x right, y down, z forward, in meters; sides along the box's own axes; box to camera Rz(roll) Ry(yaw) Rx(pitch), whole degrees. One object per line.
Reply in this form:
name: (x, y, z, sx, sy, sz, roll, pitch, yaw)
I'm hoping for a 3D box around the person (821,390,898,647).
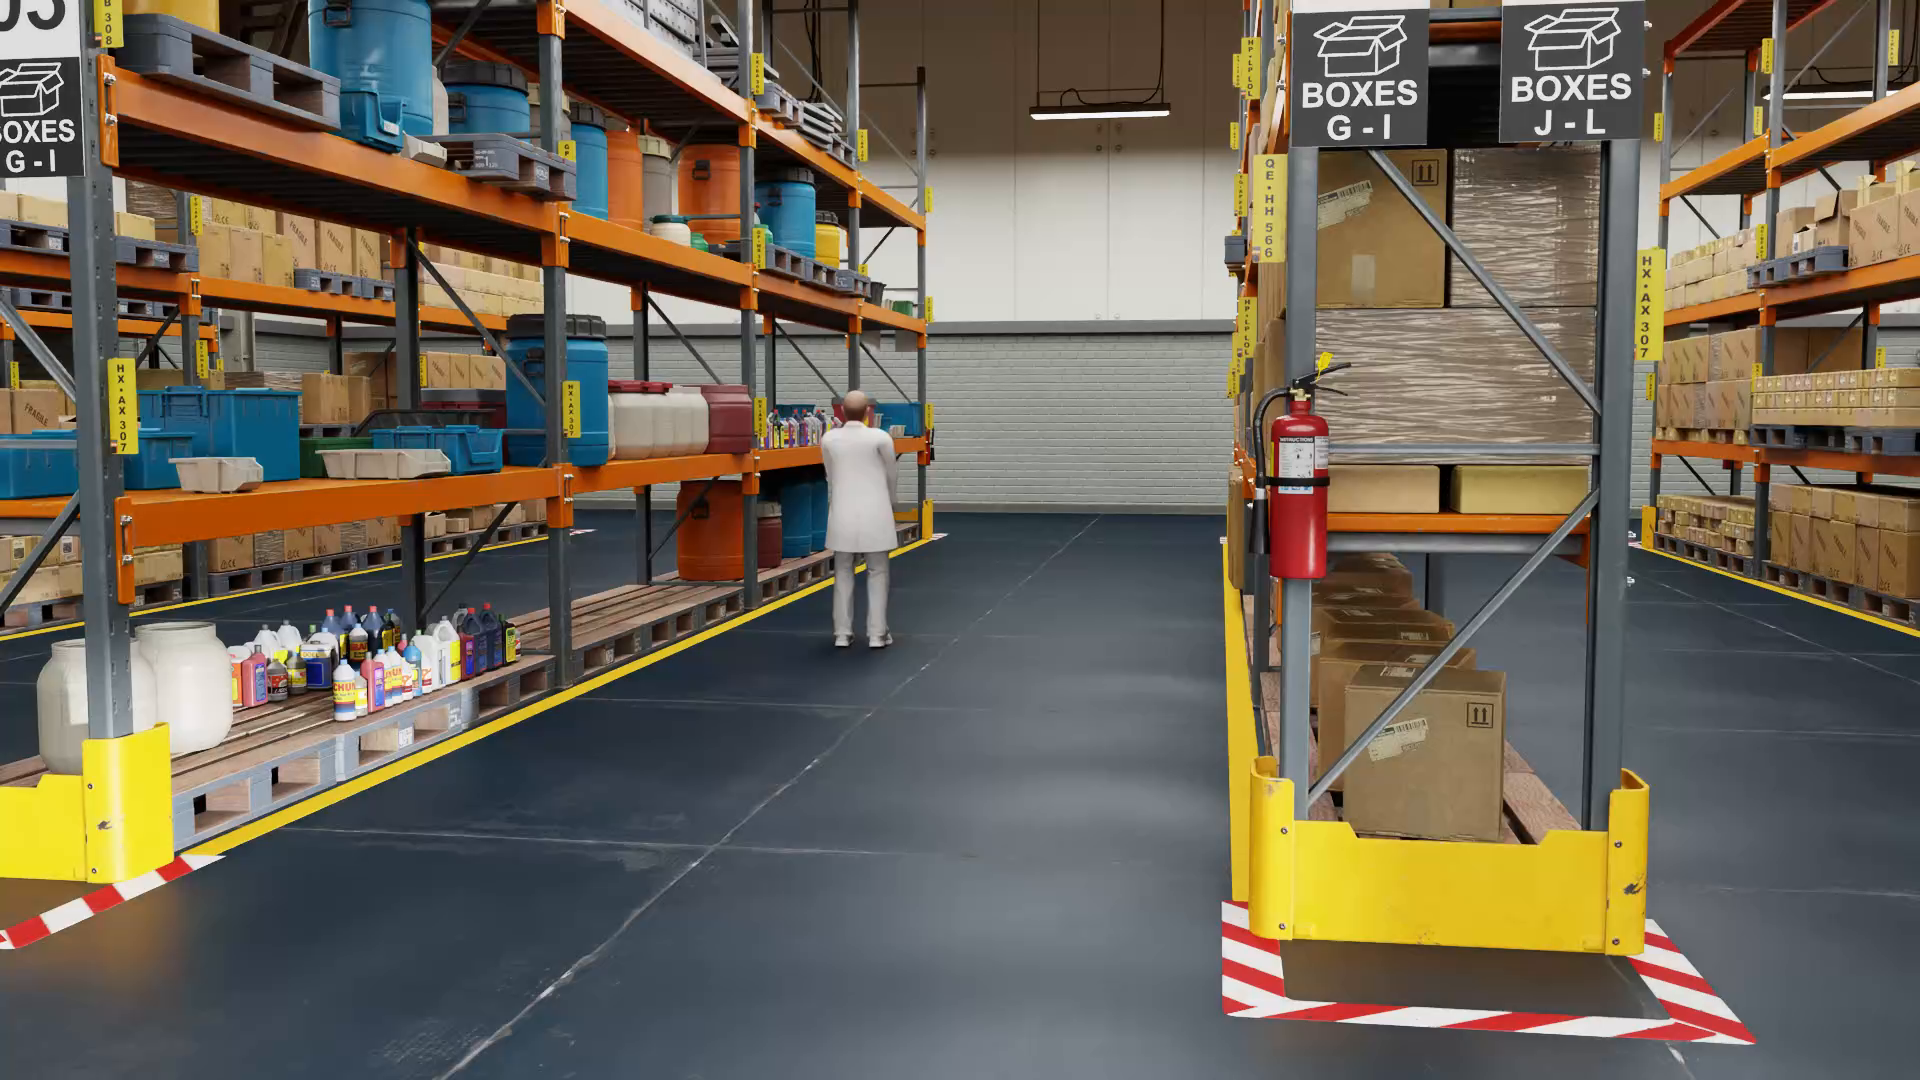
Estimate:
person: (-0.679, -0.154, 11.637, 0.528, 1.775, 0.548, 1, 4, 9)
